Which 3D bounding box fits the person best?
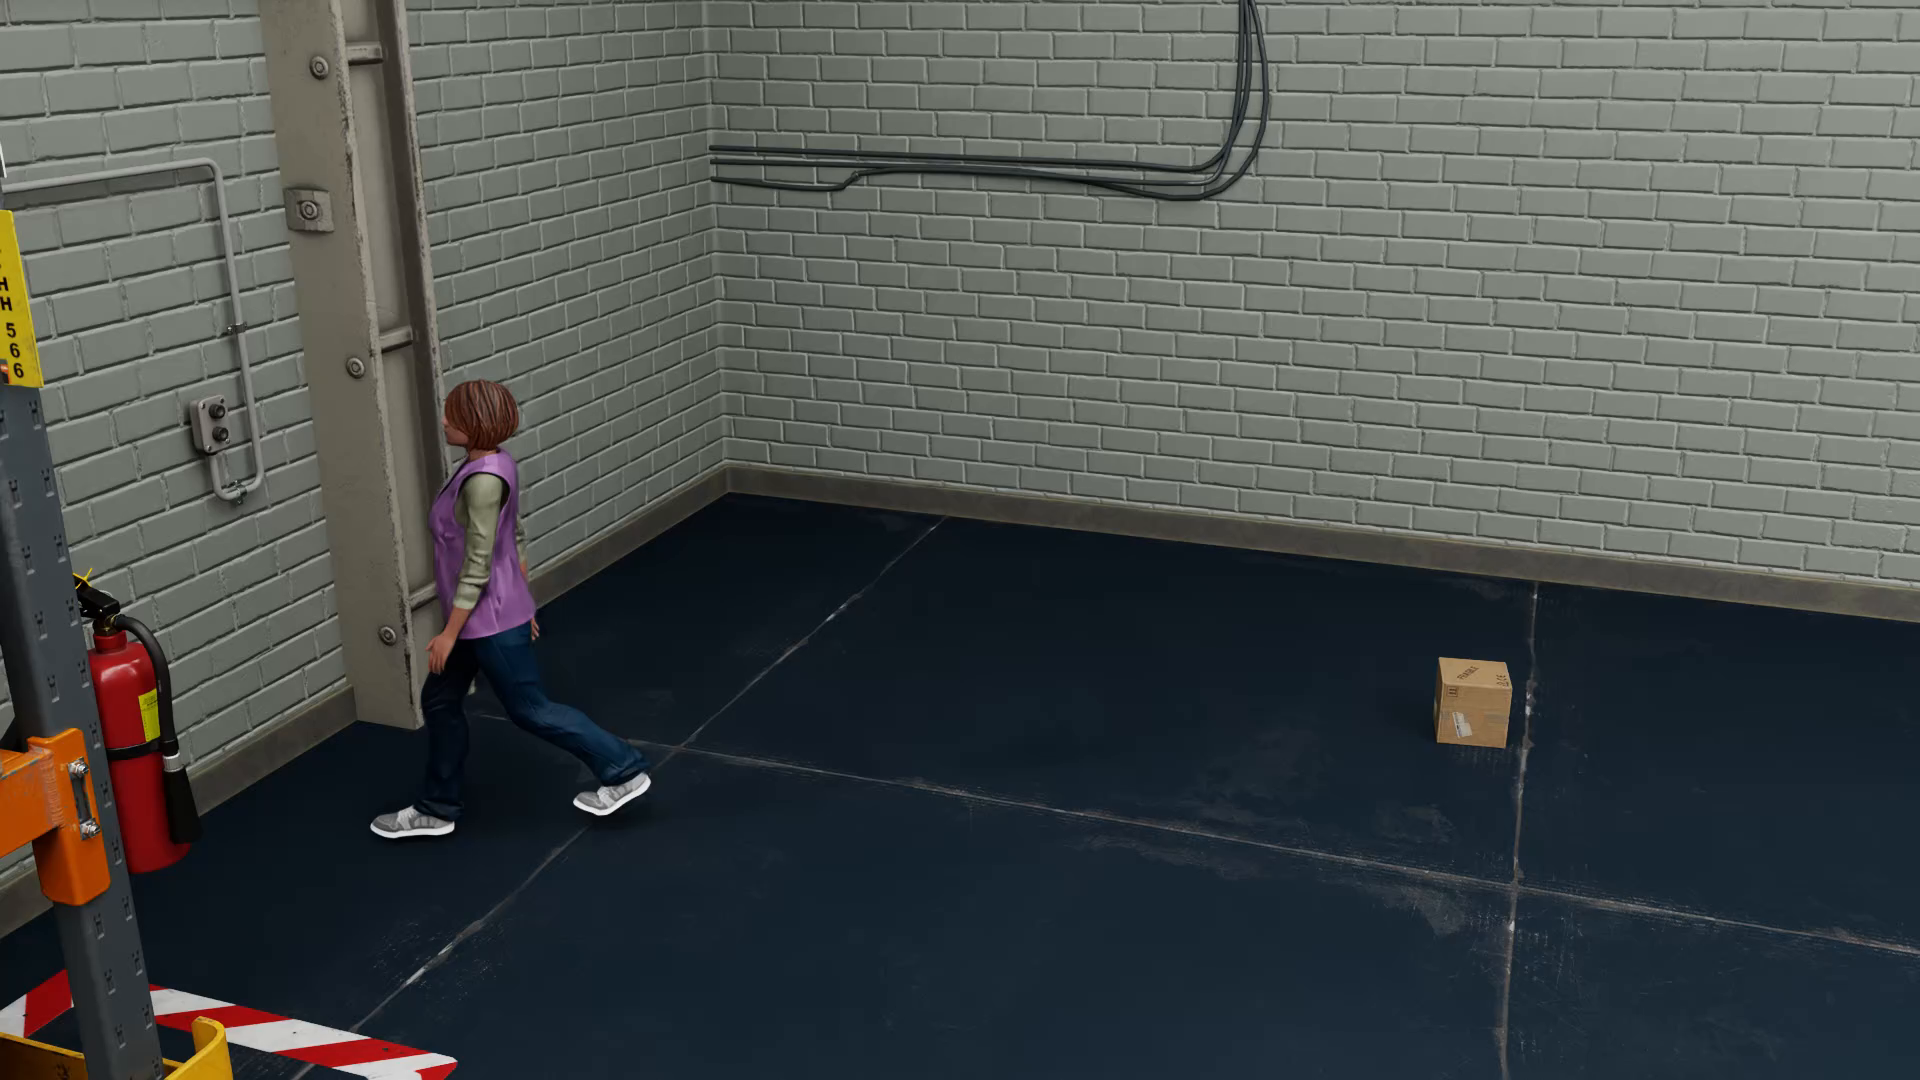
[{"bbox_3d":[-1.503,0.243,5.359,0.922,1.546,0.419,-5,20,-15],"label":"person"}]
